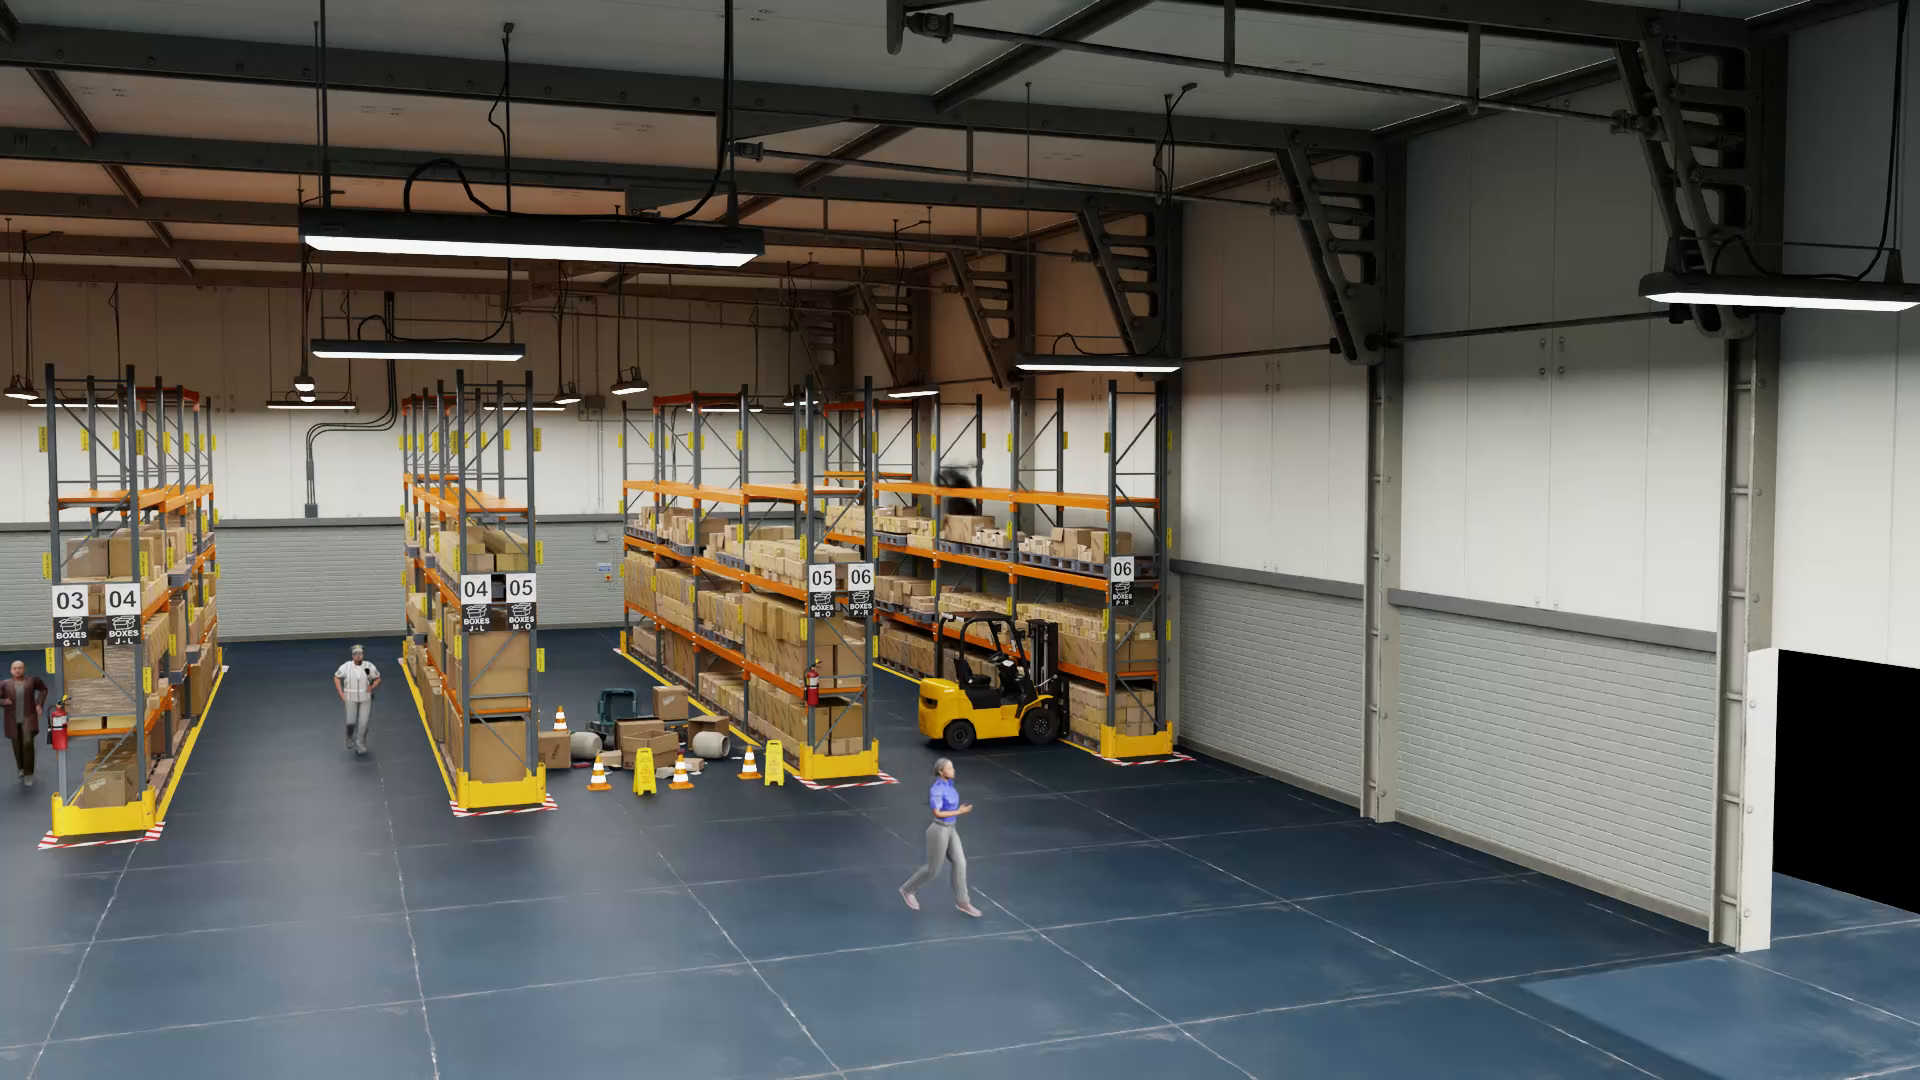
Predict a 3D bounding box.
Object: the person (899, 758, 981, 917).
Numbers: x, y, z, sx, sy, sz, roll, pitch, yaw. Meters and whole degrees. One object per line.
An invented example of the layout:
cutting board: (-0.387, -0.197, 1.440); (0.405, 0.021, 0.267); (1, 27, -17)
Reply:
person: (-0.208, 3.130, 17.586); (0.900, 1.649, 0.604); (1, 4, 20)

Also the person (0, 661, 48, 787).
person: (-13.810, 2.692, 24.445); (0.687, 1.851, 0.867); (-1, 4, -22)

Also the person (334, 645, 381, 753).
person: (-9.683, 2.558, 26.772); (0.710, 1.757, 0.563); (-1, 4, -23)
